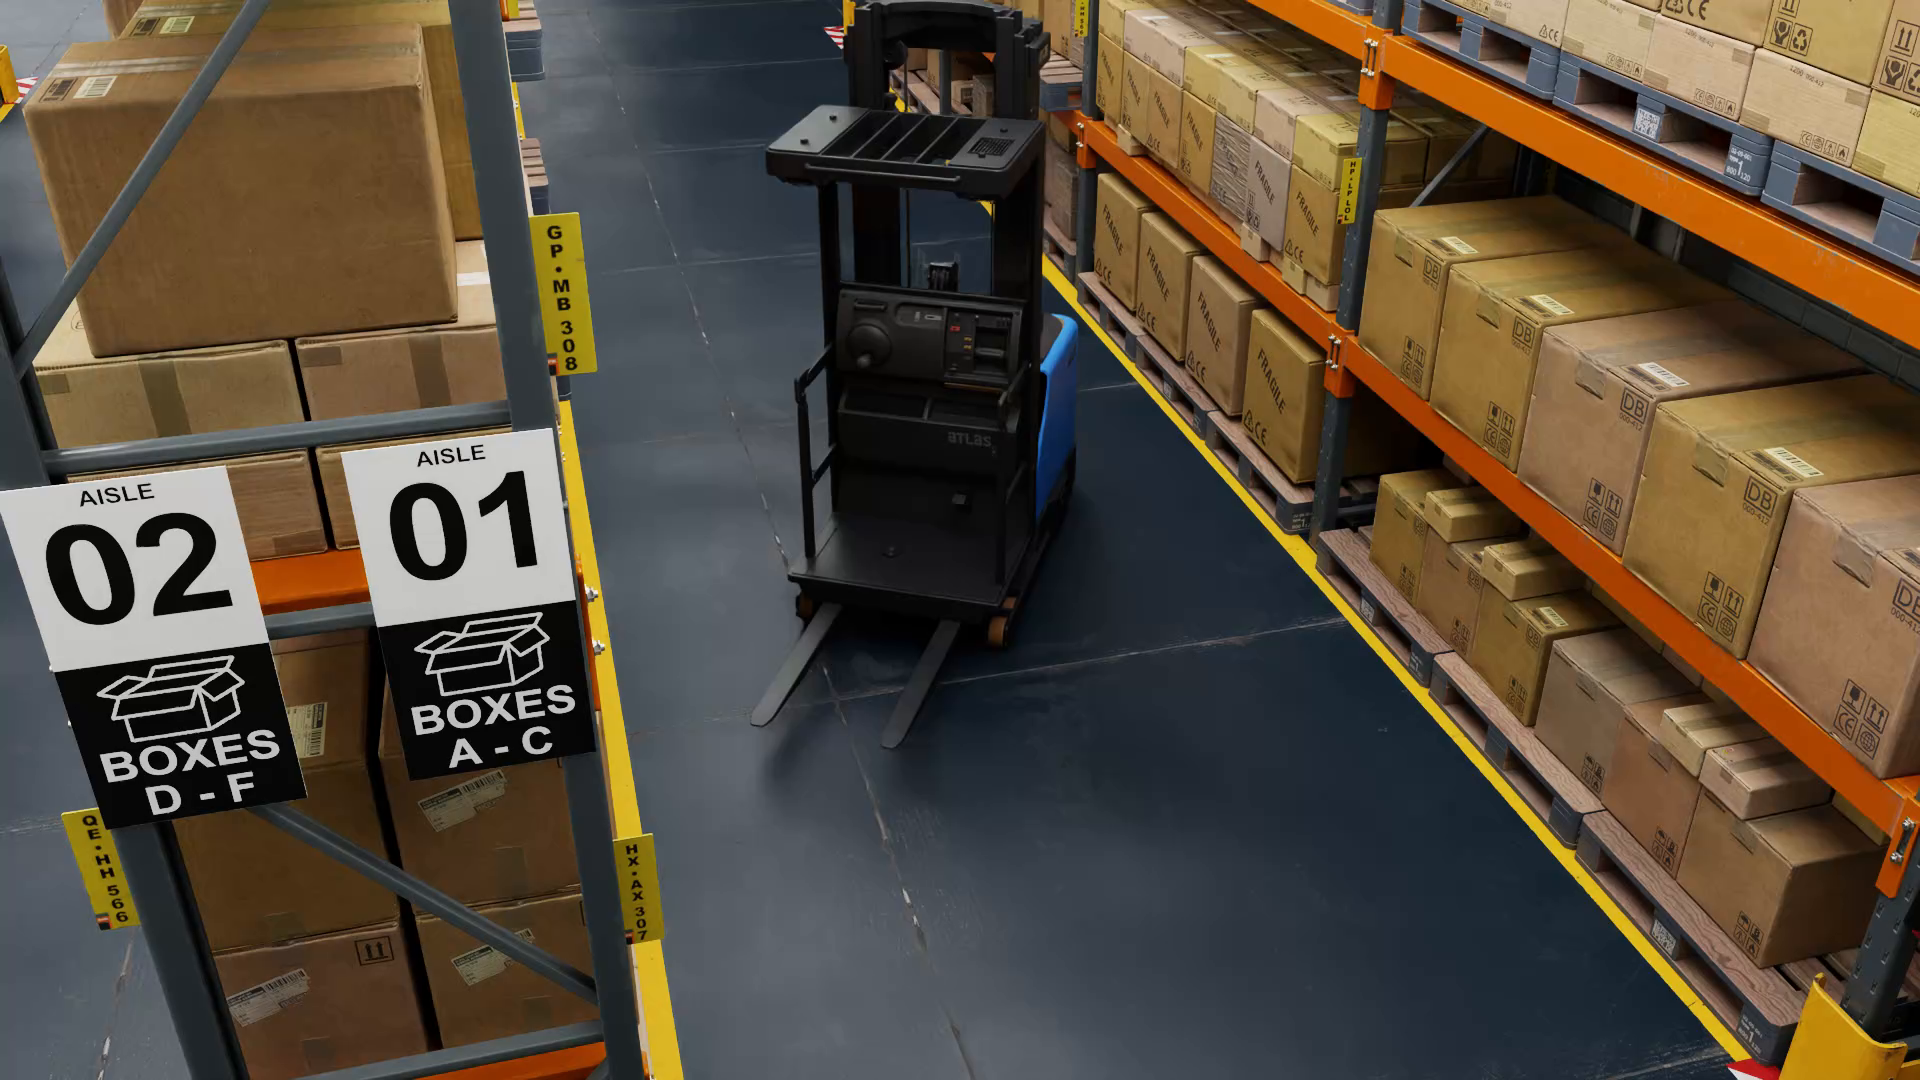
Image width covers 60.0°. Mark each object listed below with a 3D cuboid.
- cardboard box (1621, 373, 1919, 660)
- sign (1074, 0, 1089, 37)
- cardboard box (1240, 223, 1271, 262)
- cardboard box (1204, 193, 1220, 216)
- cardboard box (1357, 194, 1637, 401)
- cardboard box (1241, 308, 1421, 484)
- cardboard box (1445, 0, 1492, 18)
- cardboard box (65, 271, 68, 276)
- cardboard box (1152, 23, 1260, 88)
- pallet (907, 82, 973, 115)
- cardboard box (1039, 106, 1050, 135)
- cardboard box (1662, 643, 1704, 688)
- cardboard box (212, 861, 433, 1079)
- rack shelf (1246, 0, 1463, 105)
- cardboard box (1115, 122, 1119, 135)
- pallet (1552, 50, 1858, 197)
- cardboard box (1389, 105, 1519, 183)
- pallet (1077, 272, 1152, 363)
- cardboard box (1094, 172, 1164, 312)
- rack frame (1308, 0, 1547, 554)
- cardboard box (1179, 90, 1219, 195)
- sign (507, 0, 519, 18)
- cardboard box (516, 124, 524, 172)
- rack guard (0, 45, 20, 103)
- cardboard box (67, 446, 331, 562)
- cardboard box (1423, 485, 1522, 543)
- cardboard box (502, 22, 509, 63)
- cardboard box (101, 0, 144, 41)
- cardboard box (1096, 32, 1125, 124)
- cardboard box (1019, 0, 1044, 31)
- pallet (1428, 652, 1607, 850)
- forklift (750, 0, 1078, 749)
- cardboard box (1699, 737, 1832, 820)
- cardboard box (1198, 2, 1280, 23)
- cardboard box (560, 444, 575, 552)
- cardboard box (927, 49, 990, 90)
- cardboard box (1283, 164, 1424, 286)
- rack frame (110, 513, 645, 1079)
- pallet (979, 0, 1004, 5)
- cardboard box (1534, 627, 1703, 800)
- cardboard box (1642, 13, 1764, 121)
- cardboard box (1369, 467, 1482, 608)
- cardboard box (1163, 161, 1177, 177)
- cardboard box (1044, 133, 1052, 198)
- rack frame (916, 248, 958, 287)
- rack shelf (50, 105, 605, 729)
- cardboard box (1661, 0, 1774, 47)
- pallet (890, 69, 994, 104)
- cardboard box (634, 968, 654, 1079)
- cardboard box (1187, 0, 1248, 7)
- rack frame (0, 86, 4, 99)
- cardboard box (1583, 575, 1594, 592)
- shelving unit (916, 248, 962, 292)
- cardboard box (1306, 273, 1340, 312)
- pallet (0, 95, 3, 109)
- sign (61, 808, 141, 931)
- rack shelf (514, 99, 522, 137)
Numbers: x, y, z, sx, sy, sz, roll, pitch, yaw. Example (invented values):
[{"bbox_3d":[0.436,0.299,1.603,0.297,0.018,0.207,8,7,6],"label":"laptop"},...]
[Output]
[{"bbox_3d":[3.138,-0.105,6.138,0.980,0.700,0.700,-8,31,-14],"label":"cardboard box"},{"bbox_3d":[0.842,-3.634,11.458,0.100,0.325,0.005,-8,31,-13],"label":"sign"},{"bbox_3d":[1.820,-1.708,9.437,0.380,0.149,0.250,-8,31,-13],"label":"cardboard box"},{"bbox_3d":[1.708,-2.087,10.092,0.380,0.149,0.250,-7,31,-12],"label":"cardboard box"},{"bbox_3d":[2.553,-1.178,7.991,0.980,0.700,0.700,-7,31,-13],"label":"cardboard box"},{"bbox_3d":[2.127,-0.860,9.469,0.750,0.750,0.750,-7,31,-13],"label":"cardboard box"},{"bbox_3d":[2.354,-2.402,7.042,0.500,0.250,0.500,-8,31,-13],"label":"cardboard box"},{"bbox_3d":[-1.804,-0.625,3.992,0.500,0.250,0.500,-8,31,-13],"label":"cardboard box"},{"bbox_3d":[1.515,-2.996,10.266,0.500,0.250,0.500,-8,31,-13],"label":"cardboard box"},{"bbox_3d":[0.089,-4.289,16.449,1.003,0.211,1.213,-8,31,-13],"label":"pallet"},{"bbox_3d":[0.890,-3.550,13.696,0.500,0.250,0.500,-8,31,-14],"label":"cardboard box"},{"bbox_3d":[3.161,0.460,6.890,0.380,0.149,0.250,-7,31,-13],"label":"cardboard box"},{"bbox_3d":[-1.670,1.057,4.330,0.500,0.500,0.500,-7,31,-12],"label":"cardboard box"},{"bbox_3d":[1.894,-3.265,9.621,1.077,0.370,4.000,-8,31,-13],"label":"rack shelf"},{"bbox_3d":[1.286,-2.832,11.378,0.380,0.149,0.250,-7,31,-13],"label":"cardboard box"},{"bbox_3d":[2.952,-1.588,6.093,1.003,0.211,1.213,-8,31,-13],"label":"pallet"},{"bbox_3d":[2.554,-2.074,8.674,0.500,0.250,0.500,-7,31,-12],"label":"cardboard box"},{"bbox_3d":[1.500,-1.647,11.884,1.003,0.211,1.213,-8,31,-13],"label":"pallet"},{"bbox_3d":[1.432,-2.123,11.650,0.750,0.750,0.750,-8,31,-14],"label":"cardboard box"},{"bbox_3d":[2.425,-1.312,8.523,1.000,3.000,0.127,-8,31,-13],"label":"rack frame"},{"bbox_3d":[1.652,-2.412,10.006,0.500,0.500,0.500,-7,31,-12],"label":"cardboard box"},{"bbox_3d":[-1.829,-2.250,6.632,0.100,0.325,0.005,-8,31,-13],"label":"sign"},{"bbox_3d":[-1.439,-0.935,4.528,0.500,0.250,0.500,-8,31,-13],"label":"cardboard box"},{"bbox_3d":[-10.246,-4.679,16.834,1.175,0.500,0.348,-8,31,-13],"label":"rack guard"},{"bbox_3d":[-1.679,-0.166,3.698,0.500,0.250,0.500,-8,31,-13],"label":"cardboard box"},{"bbox_3d":[2.439,-0.129,7.906,0.380,0.149,0.250,-7,31,-12],"label":"cardboard box"},{"bbox_3d":[-1.830,-1.661,5.782,0.500,0.250,0.500,-8,31,-13],"label":"cardboard box"},{"bbox_3d":[-1.728,-1.220,4.271,0.700,0.500,0.500,-8,31,-13],"label":"cardboard box"},{"bbox_3d":[1.245,-3.156,11.292,0.500,0.500,0.500,-7,31,-12],"label":"cardboard box"},{"bbox_3d":[0.877,-4.302,13.150,0.700,0.500,0.500,-8,31,-13],"label":"cardboard box"},{"bbox_3d":[2.879,0.863,7.549,1.003,0.211,1.213,-8,31,-13],"label":"pallet"},{"bbox_3d":[-0.210,-0.943,7.953,1.130,2.935,3.031,8,31,13],"label":"forklift"},{"bbox_3d":[2.994,0.876,6.170,0.380,0.149,0.250,-8,31,-14],"label":"cardboard box"},{"bbox_3d":[1.868,-3.314,10.816,0.500,0.250,0.500,-9,31,-15],"label":"cardboard box"},{"bbox_3d":[-1.426,0.061,5.053,0.500,0.500,0.500,-7,31,-13],"label":"cardboard box"},{"bbox_3d":[-0.013,-4.781,16.571,0.500,0.500,0.500,-10,32,-17],"label":"cardboard box"},{"bbox_3d":[2.059,-1.682,8.746,0.500,0.500,0.500,-8,31,-14],"label":"cardboard box"},{"bbox_3d":[-1.289,1.280,4.044,1.000,3.000,0.127,-8,31,-13],"label":"rack frame"},{"bbox_3d":[0.364,-4.705,14.575,1.003,0.211,1.213,-8,31,-13],"label":"pallet"},{"bbox_3d":[2.937,0.710,7.104,0.700,0.500,0.500,-9,31,-15],"label":"cardboard box"},{"bbox_3d":[2.754,-1.659,5.759,0.500,0.250,0.500,-9,31,-15],"label":"cardboard box"},{"bbox_3d":[2.524,-0.037,8.396,0.700,0.500,0.500,-7,31,-13],"label":"cardboard box"},{"bbox_3d":[1.537,-2.463,10.741,0.380,0.149,0.250,-7,31,-12],"label":"cardboard box"},{"bbox_3d":[0.938,-3.194,13.830,0.700,0.500,0.500,-8,31,-14],"label":"cardboard box"},{"bbox_3d":[-0.176,-1.141,9.985,0.240,1.200,0.006,5,3,8],"label":"rack frame"},{"bbox_3d":[-1.819,-0.673,5.142,1.077,0.370,4.000,-8,31,-13],"label":"rack shelf"},{"bbox_3d":[2.760,-1.975,5.555,0.500,0.500,0.500,-9,31,-15],"label":"cardboard box"},{"bbox_3d":[-0.238,-4.879,17.469,1.003,0.211,1.213,-8,31,-13],"label":"pallet"},{"bbox_3d":[-1.292,1.738,5.559,0.500,0.250,0.500,-8,31,-13],"label":"cardboard box"},{"bbox_3d":[1.733,-3.565,11.249,0.500,0.250,0.500,-7,31,-12],"label":"cardboard box"},{"bbox_3d":[-10.312,-5.791,16.260,1.000,3.000,0.127,-8,31,-13],"label":"rack frame"},{"bbox_3d":[2.956,0.089,7.531,0.380,0.149,0.250,-8,31,-13],"label":"cardboard box"},{"bbox_3d":[-0.163,-1.145,10.076,0.258,1.200,0.189,5,3,8],"label":"shelving unit"},{"bbox_3d":[2.062,-1.338,8.798,0.380,0.149,0.250,-8,31,-13],"label":"cardboard box"},{"bbox_3d":[-10.036,-4.160,16.227,1.003,0.211,1.213,-8,31,-13],"label":"pallet"},{"bbox_3d":[-1.829,0.706,3.564,0.100,0.325,0.005,-8,31,-13],"label":"sign"},{"bbox_3d":[-2.881,-2.605,8.480,1.077,0.370,4.000,-8,31,-13],"label":"rack shelf"}]
